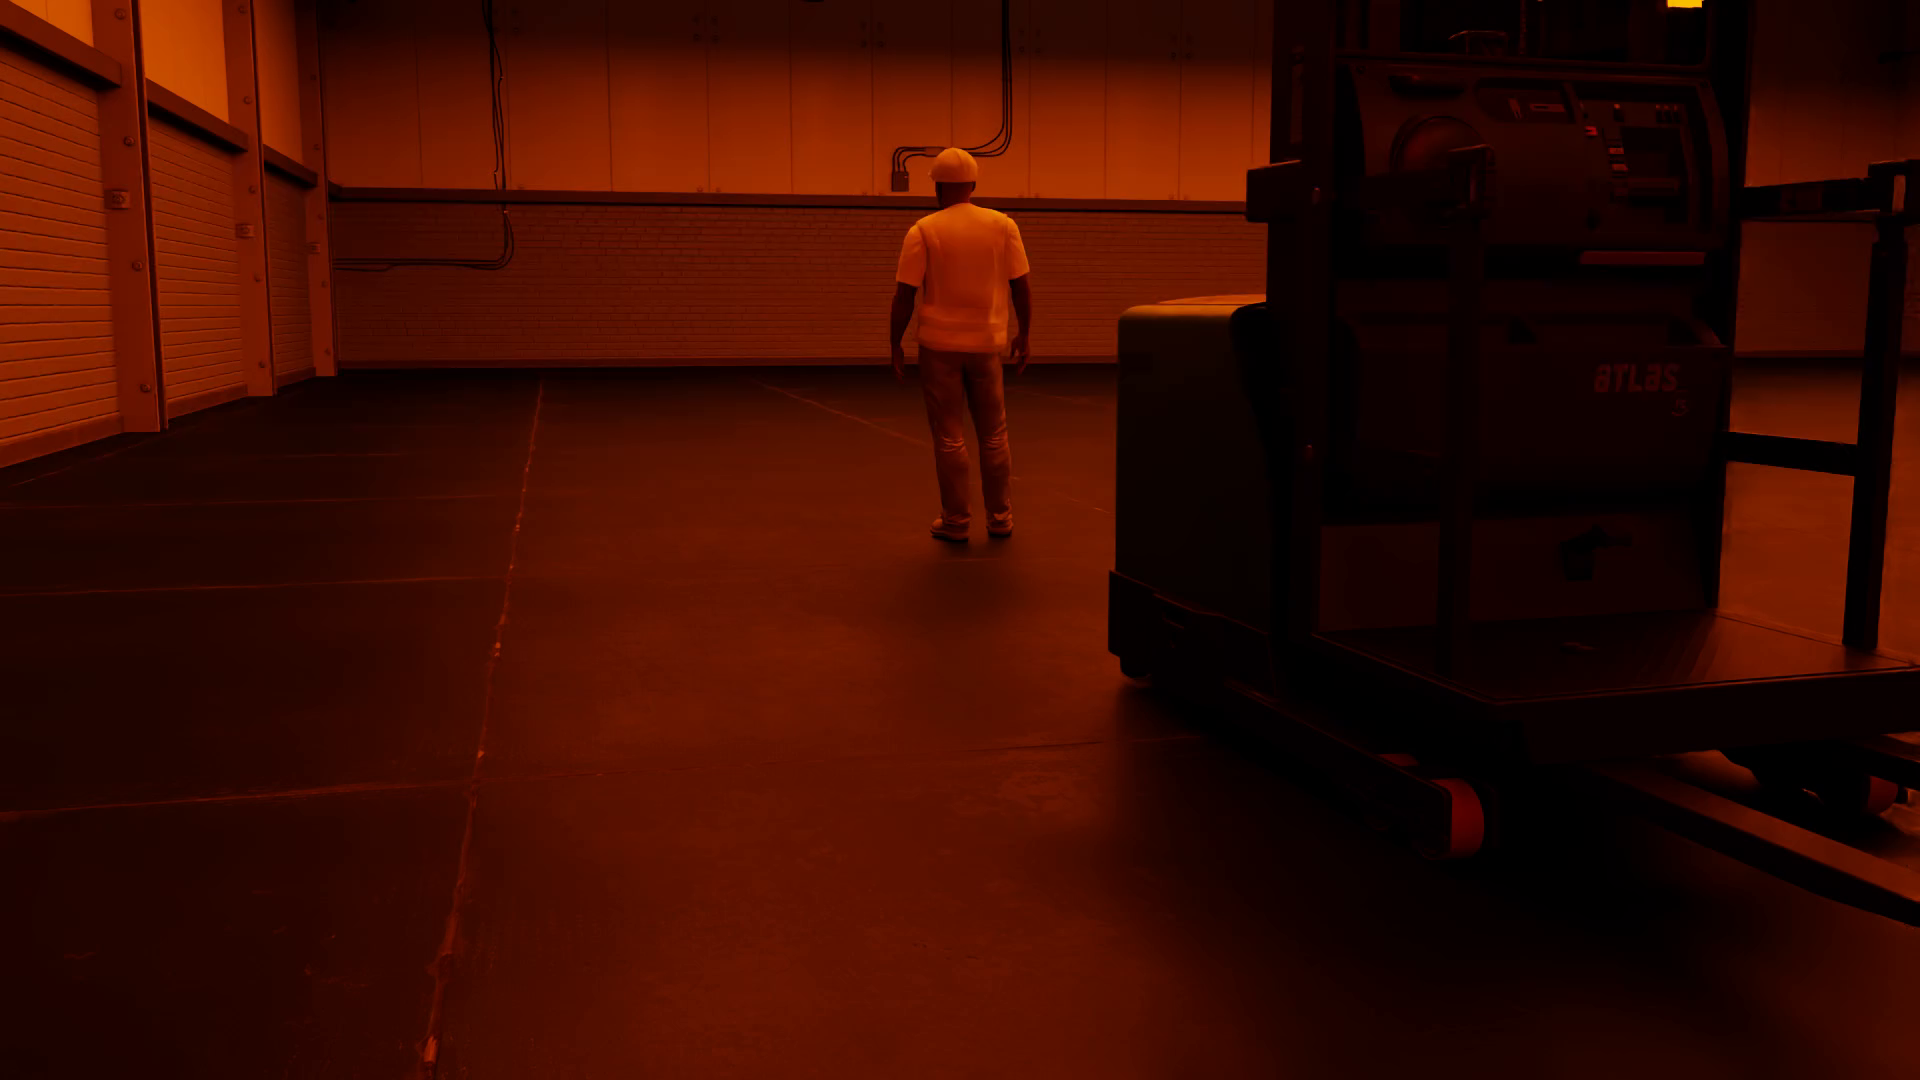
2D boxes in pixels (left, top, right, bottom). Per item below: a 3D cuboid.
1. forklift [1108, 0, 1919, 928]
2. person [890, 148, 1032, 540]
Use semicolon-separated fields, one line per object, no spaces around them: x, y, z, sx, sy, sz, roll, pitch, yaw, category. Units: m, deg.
1.346;-0.886;3.464;1.130;2.935;3.031;-2;8;-17;forklift
-0.011;-0.892;7.652;0.665;1.768;0.575;-2;8;-13;person
